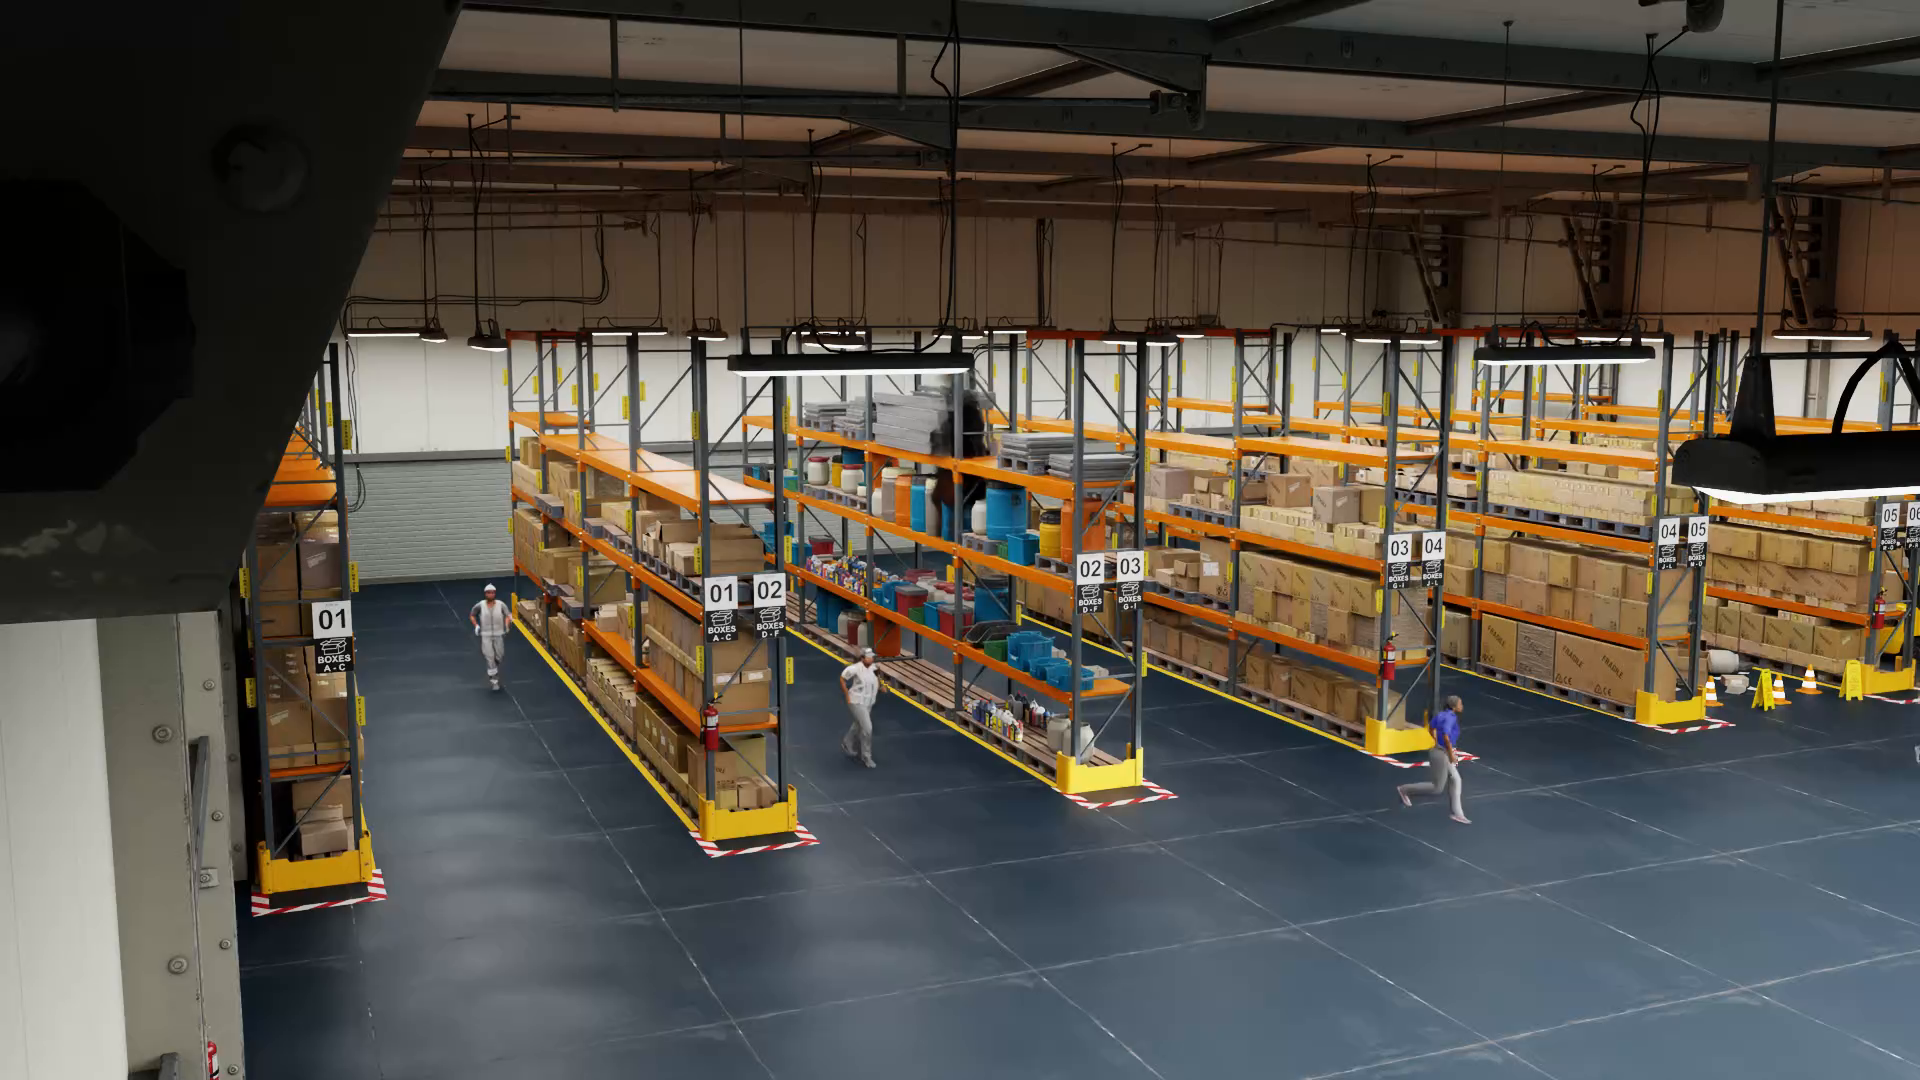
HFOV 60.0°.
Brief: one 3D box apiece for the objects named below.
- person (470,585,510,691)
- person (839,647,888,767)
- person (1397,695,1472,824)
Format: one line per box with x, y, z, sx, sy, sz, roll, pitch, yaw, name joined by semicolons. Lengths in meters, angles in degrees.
-7.969;1.631;28.262;0.655;1.774;0.845;-3;8;-22;person
-1.394;2.347;23.516;0.857;1.723;0.538;6;10;36;person
5.947;2.741;20.768;0.939;1.651;0.574;1;8;7;person
